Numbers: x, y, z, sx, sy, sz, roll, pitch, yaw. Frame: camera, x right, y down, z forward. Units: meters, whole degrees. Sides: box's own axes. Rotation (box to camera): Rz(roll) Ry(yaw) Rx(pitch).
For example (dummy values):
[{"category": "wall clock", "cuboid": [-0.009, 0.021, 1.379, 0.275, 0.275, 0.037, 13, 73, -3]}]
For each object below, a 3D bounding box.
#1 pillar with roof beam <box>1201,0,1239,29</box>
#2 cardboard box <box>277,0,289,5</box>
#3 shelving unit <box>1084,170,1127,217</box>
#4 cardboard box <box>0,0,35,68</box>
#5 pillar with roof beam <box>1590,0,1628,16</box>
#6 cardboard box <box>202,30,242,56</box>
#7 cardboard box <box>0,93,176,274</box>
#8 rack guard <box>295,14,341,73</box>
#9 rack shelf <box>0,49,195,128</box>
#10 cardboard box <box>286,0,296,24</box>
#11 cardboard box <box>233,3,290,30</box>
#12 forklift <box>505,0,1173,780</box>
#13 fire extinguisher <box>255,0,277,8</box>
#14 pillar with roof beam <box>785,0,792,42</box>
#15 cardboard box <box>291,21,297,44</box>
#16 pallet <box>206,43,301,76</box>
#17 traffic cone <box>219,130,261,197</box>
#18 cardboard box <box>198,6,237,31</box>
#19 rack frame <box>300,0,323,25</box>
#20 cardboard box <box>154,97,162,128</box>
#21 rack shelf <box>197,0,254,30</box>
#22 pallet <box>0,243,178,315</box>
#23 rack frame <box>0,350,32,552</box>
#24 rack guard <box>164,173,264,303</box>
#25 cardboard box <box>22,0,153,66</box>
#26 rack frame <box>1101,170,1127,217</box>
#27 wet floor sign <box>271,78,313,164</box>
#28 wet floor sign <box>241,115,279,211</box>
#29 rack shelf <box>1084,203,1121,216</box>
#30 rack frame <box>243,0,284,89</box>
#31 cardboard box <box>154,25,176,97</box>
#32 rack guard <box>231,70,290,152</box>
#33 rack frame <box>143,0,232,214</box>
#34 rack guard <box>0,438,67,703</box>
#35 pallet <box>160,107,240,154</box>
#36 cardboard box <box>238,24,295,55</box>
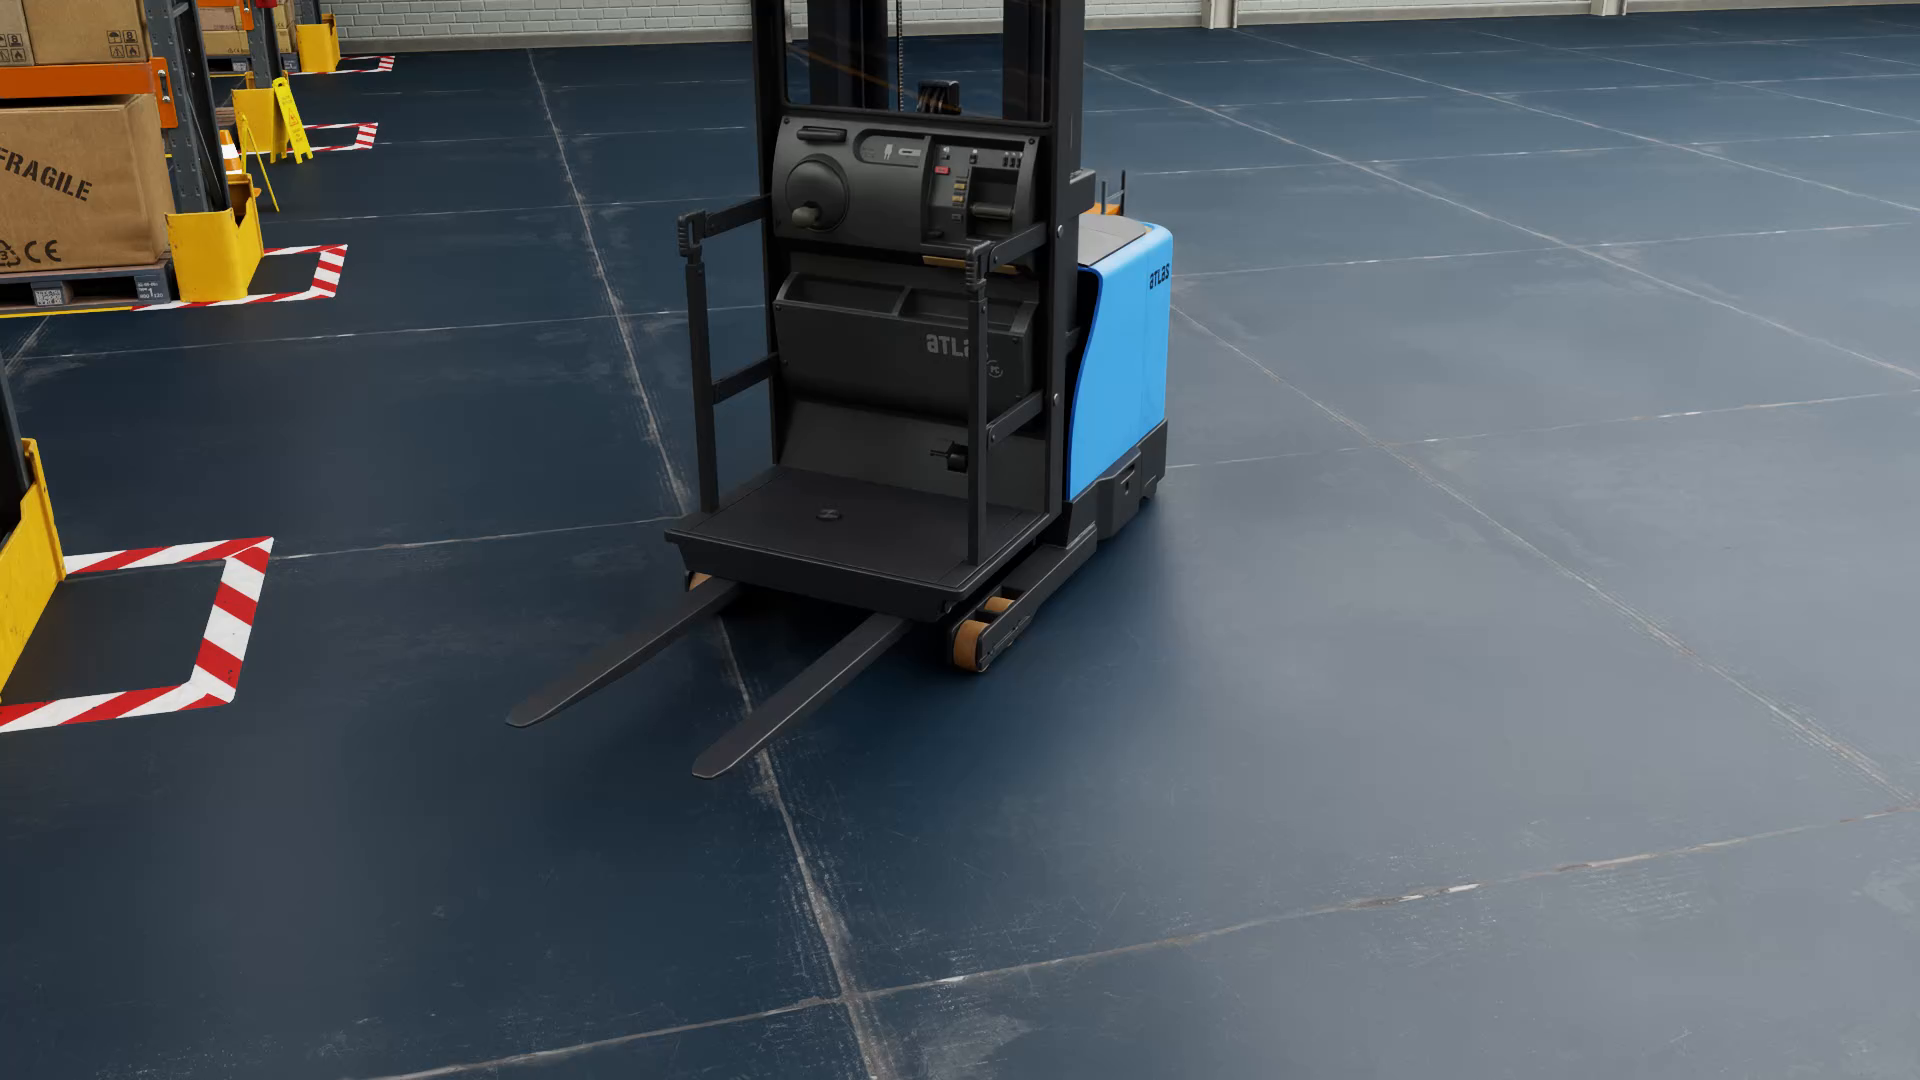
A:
[{"category": "pillar with roof beam", "cuboid": [4.623, -9.364, 16.662, 0.400, 9.000, 9.100, -6, 24, -14]}, {"category": "cardboard box", "cuboid": [-7.539, -5.917, 17.922, 0.500, 0.250, 0.500, -5, 24, -13]}, {"category": "shelving unit", "cuboid": [0.391, -0.930, 6.893, 0.503, 1.200, 0.258, 11, 26, 23]}, {"category": "cardboard box", "cuboid": [-5.270, -2.888, 8.987, 0.550, 0.550, 0.875, -6, 24, -14]}, {"category": "pillar with roof beam", "cuboid": [10.400, -10.003, 18.151, 0.400, 9.000, 9.100, -6, 24, -14]}, {"category": "cardboard box", "cuboid": [-8.028, -5.406, 17.998, 0.500, 0.250, 0.500, -6, 24, -14]}, {"category": "cardboard box", "cuboid": [-5.036, -2.062, 9.414, 0.875, 0.875, 0.875, -6, 24, -14]}, {"category": "rack guard", "cuboid": [-7.157, -5.549, 18.549, 0.348, 0.500, 1.175, -6, 24, -14]}, {"category": "rack shelf", "cuboid": [-6.327, -2.399, 8.950, 4.000, 0.370, 1.077, -6, 24, -14]}, {"category": "cardboard box", "cuboid": [-7.689, -5.883, 18.478, 0.500, 0.250, 0.500, -6, 24, -13]}, {"category": "cardboard box", "cuboid": [-7.564, -5.684, 18.014, 0.500, 0.250, 0.500, -7, 24, -15]}, {"category": "forklift", "cuboid": [-0.277, -1.124, 5.153, 1.130, 2.935, 3.031, 11, 26, 24]}, {"category": "fire extinguisher", "cuboid": [-5.601, -4.613, 13.295, 0.183, 0.674, 0.296, -6, 24, -14]}, {"category": "pillar with roof beam", "cuboid": [-1.154, -8.725, 15.172, 0.400, 9.000, 9.100, -6, 24, -14]}, {"category": "cardboard box", "cuboid": [-7.706, -5.647, 18.561, 0.500, 0.250, 0.500, -6, 24, -14]}, {"category": "pallet", "cuboid": [-7.905, -5.317, 18.373, 1.213, 0.211, 1.003, -6, 24, -14]}, {"category": "traffic cone", "cuboid": [-5.274, -2.725, 12.014, 0.334, 0.463, 0.336, -6, 24, -14]}, {"category": "cardboard box", "cuboid": [-8.050, -5.635, 17.899, 0.500, 0.250, 0.500, -7, 24, -15]}, {"category": "rack frame", "cuboid": [-7.180, -6.696, 18.050, 0.127, 3.000, 1.000, -6, 24, -14]}, {"category": "cardboard box", "cuboid": [-6.564, -3.550, 13.674, 0.500, 0.250, 0.500, -6, 24, -15]}, {"category": "rack shelf", "cuboid": [-7.761, -4.268, 13.305, 4.000, 0.370, 1.077, -6, 24, -14]}, {"category": "pallet", "cuboid": [-5.150, -1.546, 9.587, 1.213, 0.211, 1.003, -6, 24, -14]}, {"category": "rack frame", "cuboid": [-3.159, -1.049, 4.891, 0.127, 3.000, 1.000, -6, 24, -14]}, {"category": "rack guard", "cuboid": [-4.378, -1.797, 9.803, 0.348, 0.500, 1.175, -6, 24, -14]}, {"category": "cardboard box", "cuboid": [-4.746, -2.955, 9.143, 0.550, 0.550, 0.875, -6, 24, -14]}, {"category": "rack frame", "cuboid": [0.612, -0.888, 6.796, 0.015, 1.200, 0.240, 11, 26, 23]}, {"category": "wet floor sign", "cuboid": [-5.364, -3.343, 13.224, 0.232, 0.644, 0.267, 2, 23, 4]}, {"category": "wet floor sign", "cuboid": [-4.908, -2.616, 11.528, 0.232, 0.644, 0.267, -11, 25, -23]}, {"category": "rack shelf", "cuboid": [0.390, -1.290, 6.736, 0.480, 0.148, 0.258, 11, 26, 23]}, {"category": "rack frame", "cuboid": [-5.836, -4.811, 13.659, 0.127, 3.000, 1.000, -6, 24, -14]}, {"category": "cardboard box", "cuboid": [-6.537, -3.901, 13.541, 0.500, 0.500, 0.500, -6, 24, -14]}, {"category": "rack guard", "cuboid": [-5.909, -3.655, 14.133, 0.348, 0.500, 1.175, -6, 24, -14]}, {"category": "rack frame", "cuboid": [-4.401, -2.943, 9.304, 0.127, 3.000, 1.000, -6, 24, -14]}, {"category": "rack guard", "cuboid": [-3.232, 0.108, 5.365, 0.348, 0.500, 1.175, -6, 24, -14]}, {"category": "pallet", "cuboid": [-6.701, -3.449, 14.020, 1.213, 0.211, 1.003, -6, 24, -14]}, {"category": "cardboard box", "cuboid": [-7.547, -5.455, 18.113, 0.500, 0.250, 0.500, -6, 24, -14]}]
